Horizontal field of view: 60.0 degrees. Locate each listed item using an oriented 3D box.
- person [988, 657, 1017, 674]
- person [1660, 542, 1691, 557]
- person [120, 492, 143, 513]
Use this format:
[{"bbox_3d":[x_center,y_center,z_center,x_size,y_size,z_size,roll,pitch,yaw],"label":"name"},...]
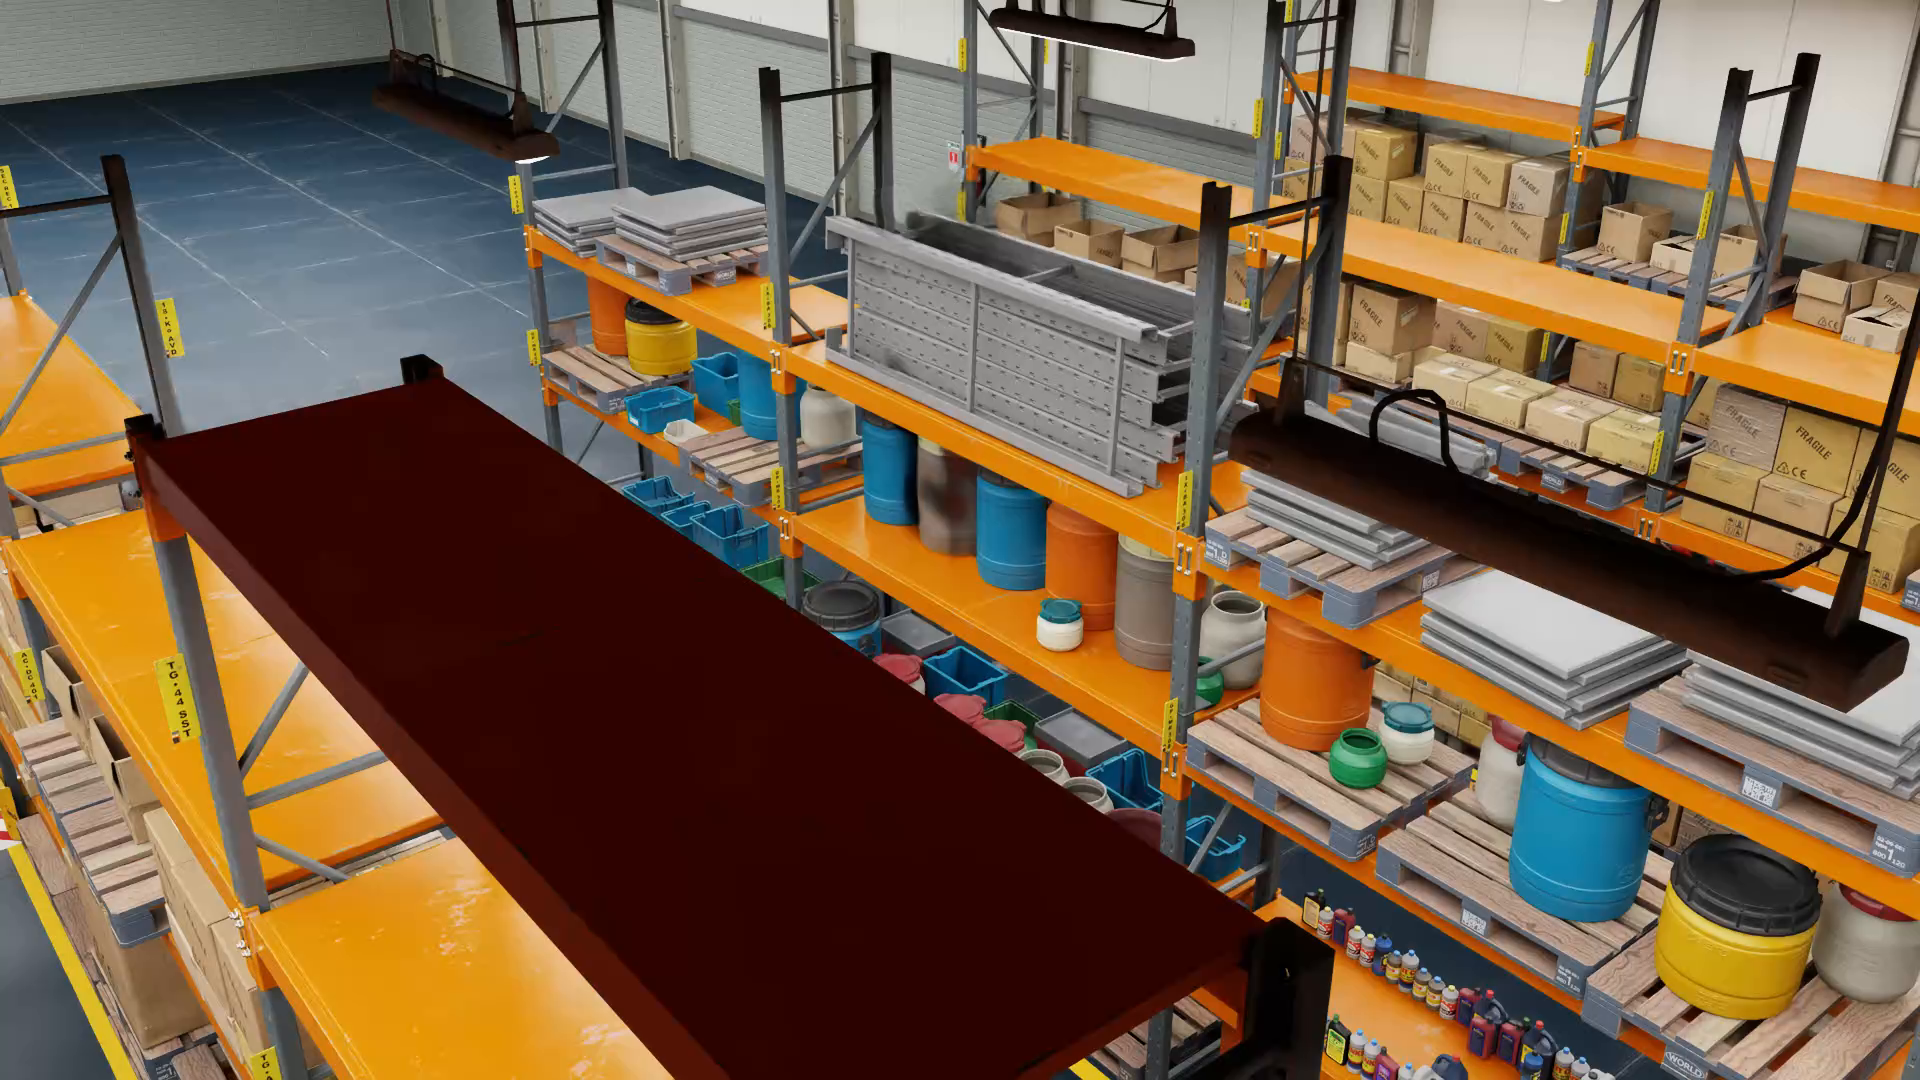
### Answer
[{"bbox_3d":[0.276,0.423,14.879,0.623,1.694,0.561,16,30,30],"label":"person"},{"bbox_3d":[6.584,0.516,15.255,0.740,1.790,0.651,21,33,36],"label":"person"},{"bbox_3d":[-9.249,-0.763,17.827,0.826,1.755,0.650,-8,27,-17],"label":"person"}]
